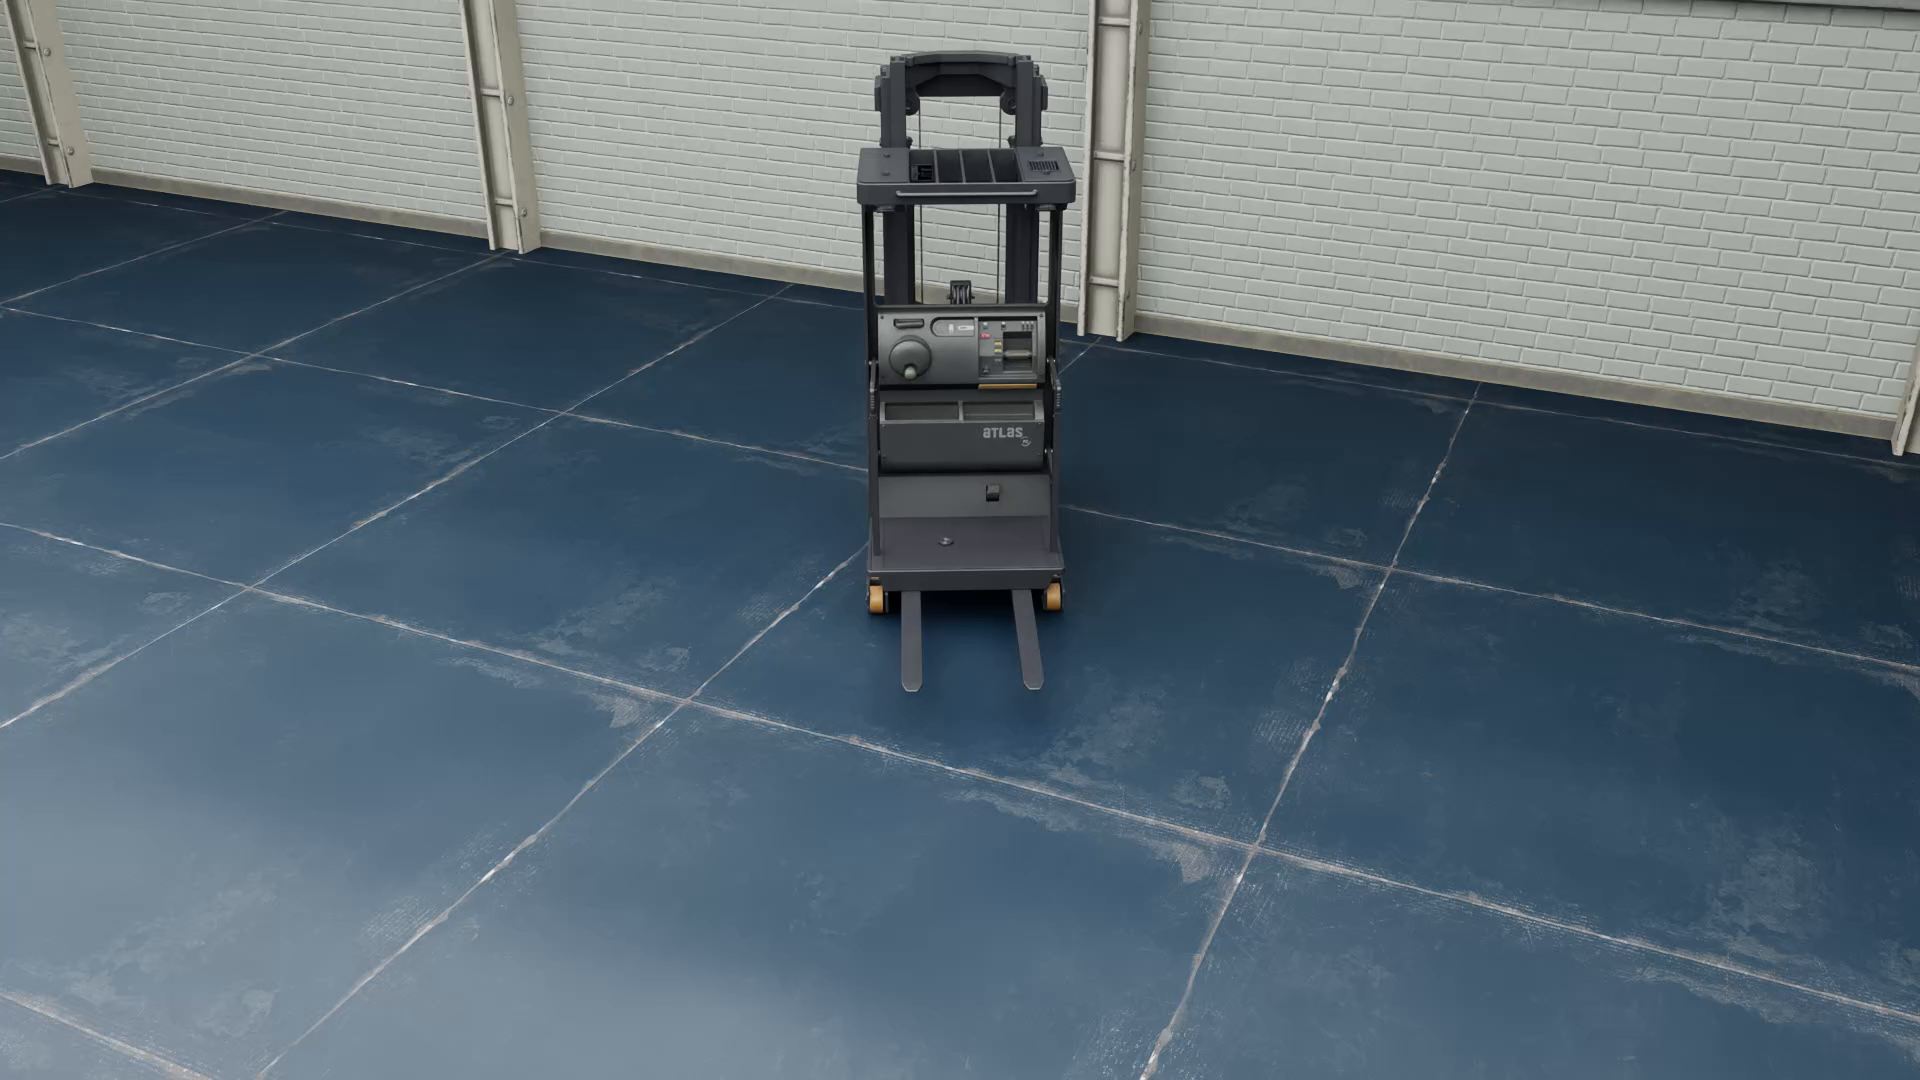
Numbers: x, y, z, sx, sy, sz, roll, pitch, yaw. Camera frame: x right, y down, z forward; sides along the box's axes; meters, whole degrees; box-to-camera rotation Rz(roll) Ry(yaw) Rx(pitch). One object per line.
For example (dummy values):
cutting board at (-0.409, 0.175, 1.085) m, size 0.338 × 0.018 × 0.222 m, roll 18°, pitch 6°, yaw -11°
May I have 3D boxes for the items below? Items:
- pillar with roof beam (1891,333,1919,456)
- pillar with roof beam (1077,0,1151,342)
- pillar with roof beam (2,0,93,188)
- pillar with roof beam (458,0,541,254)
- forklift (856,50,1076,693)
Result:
pillar with roof beam at (4.886, -2.921, 5.996) m, size 0.400 × 9.000 × 9.100 m, roll 11°, pitch 28°, yaw 22°
pillar with roof beam at (-0.576, -4.018, 8.224) m, size 0.400 × 9.000 × 9.100 m, roll 11°, pitch 28°, yaw 22°
pillar with roof beam at (-11.499, -6.212, 12.680) m, size 0.400 × 9.000 × 9.100 m, roll 11°, pitch 28°, yaw 22°
pillar with roof beam at (-6.037, -5.115, 10.452) m, size 0.400 × 9.000 × 9.100 m, roll 11°, pitch 28°, yaw 22°
forklift at (0.020, -1.039, 9.042) m, size 1.130 × 2.935 × 3.031 m, roll -1°, pitch 26°, yaw -2°
